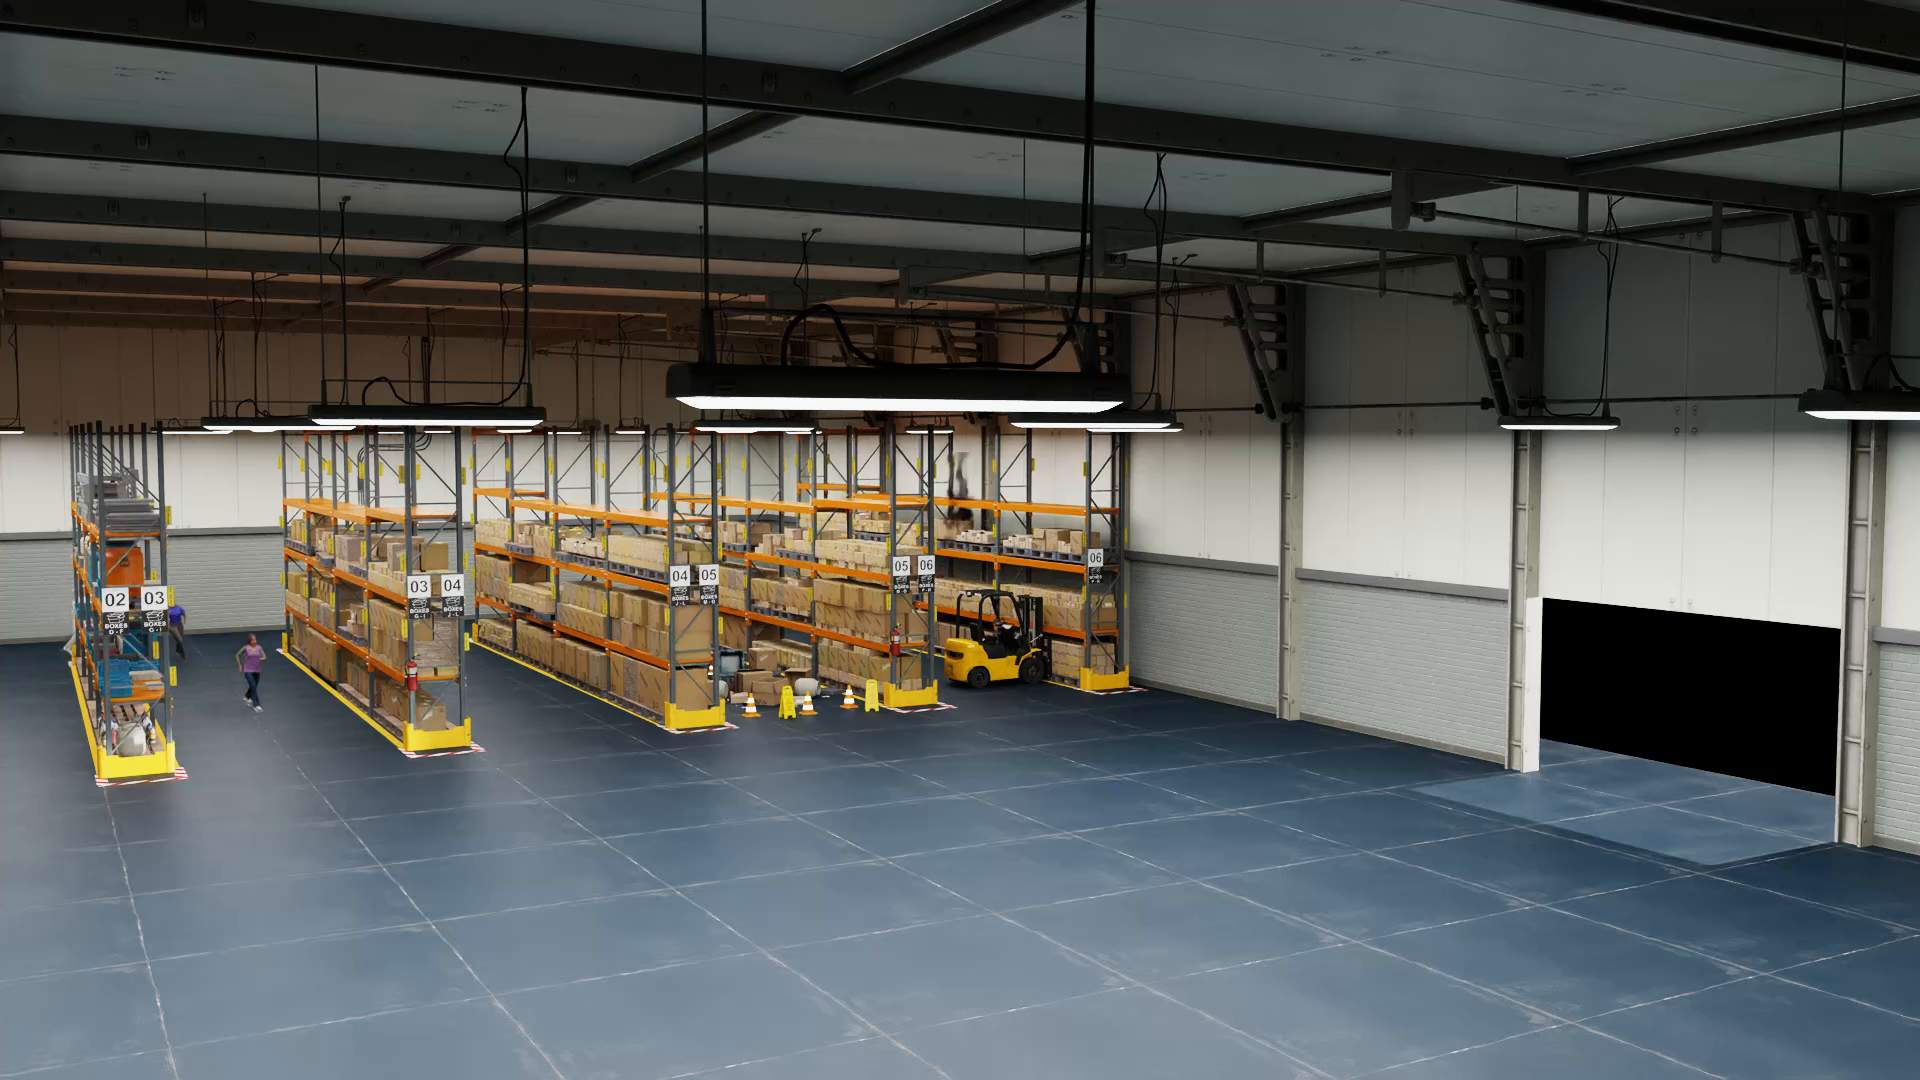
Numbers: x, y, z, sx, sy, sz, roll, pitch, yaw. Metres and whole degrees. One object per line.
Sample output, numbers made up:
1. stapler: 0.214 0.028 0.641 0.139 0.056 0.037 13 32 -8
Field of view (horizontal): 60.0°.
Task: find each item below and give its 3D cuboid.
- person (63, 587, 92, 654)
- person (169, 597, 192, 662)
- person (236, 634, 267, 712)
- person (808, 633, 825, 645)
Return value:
1. person: -22.920 2.129 43.479 0.977 1.823 0.680 -1 4 -16
2. person: -20.071 2.274 42.599 0.853 1.662 0.671 2 4 35
3. person: -14.761 2.756 34.675 0.883 1.592 0.529 3 5 44
4. person: -3.736 2.155 43.346 0.683 1.807 0.962 -2 4 -34
